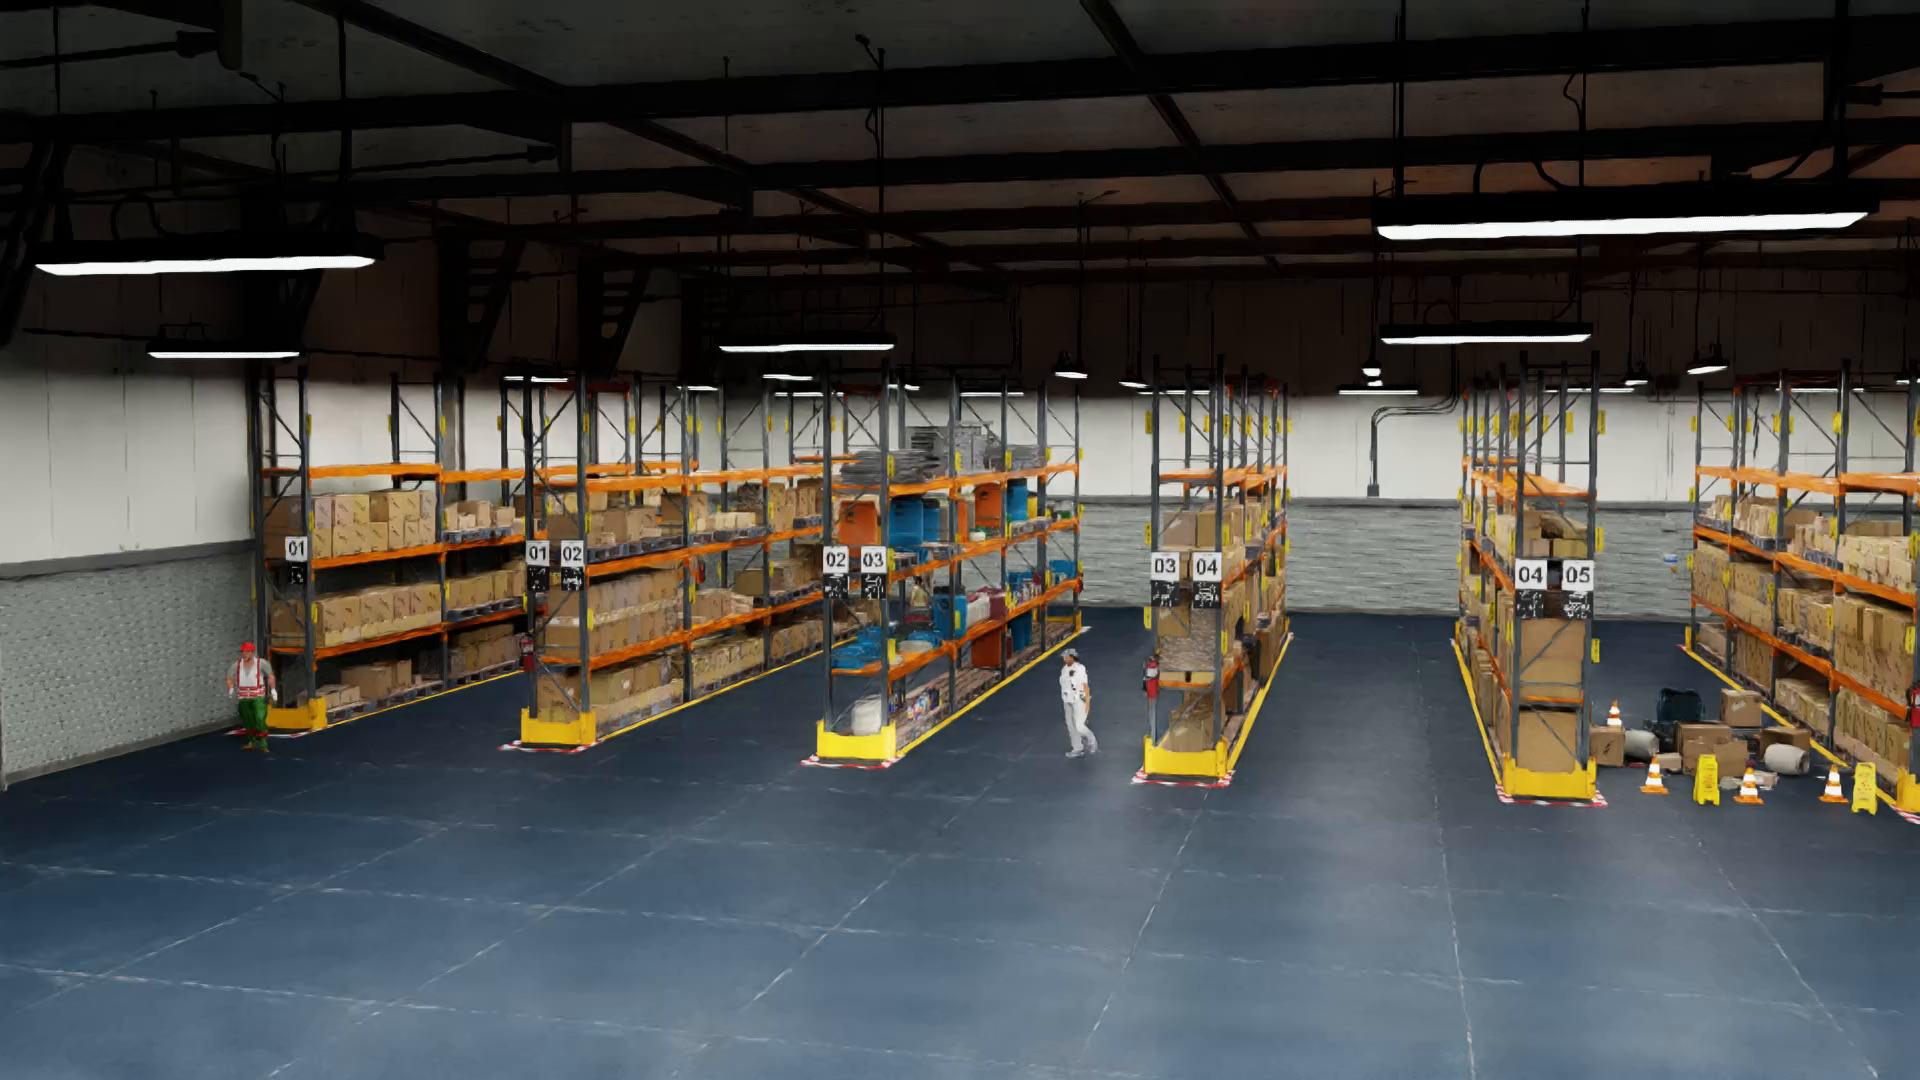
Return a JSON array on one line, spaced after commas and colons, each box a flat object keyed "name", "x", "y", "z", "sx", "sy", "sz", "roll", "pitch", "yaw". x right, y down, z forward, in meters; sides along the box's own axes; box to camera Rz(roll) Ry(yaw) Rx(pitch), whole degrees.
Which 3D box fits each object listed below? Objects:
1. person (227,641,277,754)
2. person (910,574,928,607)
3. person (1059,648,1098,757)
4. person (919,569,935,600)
[{"name": "person", "x": -10.795, "y": 2.384, "z": 25.355, "sx": 0.670, "sy": 1.718, "sz": 0.811, "roll": 0, "pitch": 4, "yaw": -5}, {"name": "person", "x": -0.956, "y": 1.592, "z": 37.137, "sx": 0.577, "sy": 1.665, "sz": 0.554, "roll": 3, "pitch": 5, "yaw": 37}, {"name": "person", "x": 1.790, "y": 2.448, "z": 25.145, "sx": 0.578, "sy": 1.659, "sz": 0.557, "roll": -3, "pitch": 5, "yaw": -37}, {"name": "person", "x": -0.910, "y": 0.966, "z": 45.929, "sx": 0.772, "sy": 1.719, "sz": 0.587, "roll": -3, "pitch": 5, "yaw": -36}]
